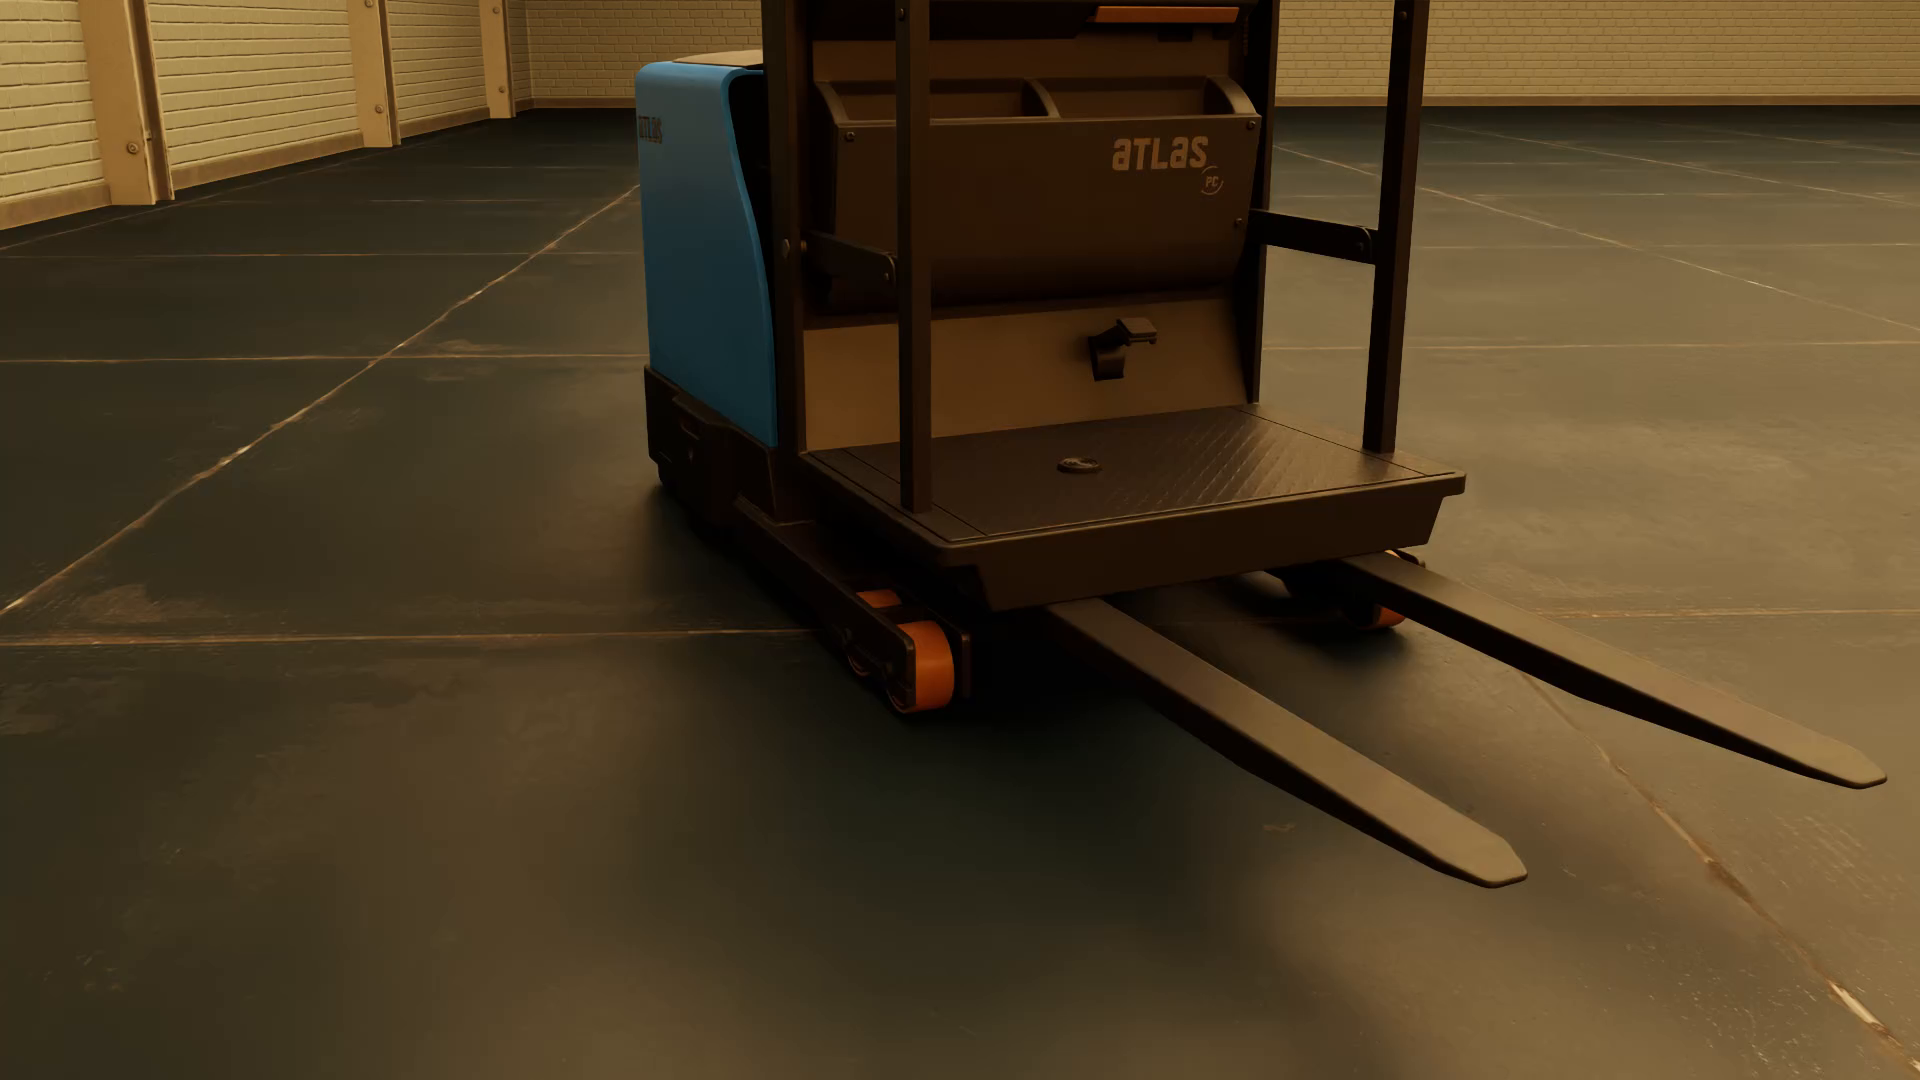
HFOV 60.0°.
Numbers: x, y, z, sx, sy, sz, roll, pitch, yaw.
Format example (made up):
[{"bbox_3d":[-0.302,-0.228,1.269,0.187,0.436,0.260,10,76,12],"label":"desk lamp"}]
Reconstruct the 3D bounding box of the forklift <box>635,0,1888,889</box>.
[{"bbox_3d":[0.258,-1.240,2.962,1.130,2.935,3.031,-8,19,-24],"label":"forklift"}]
